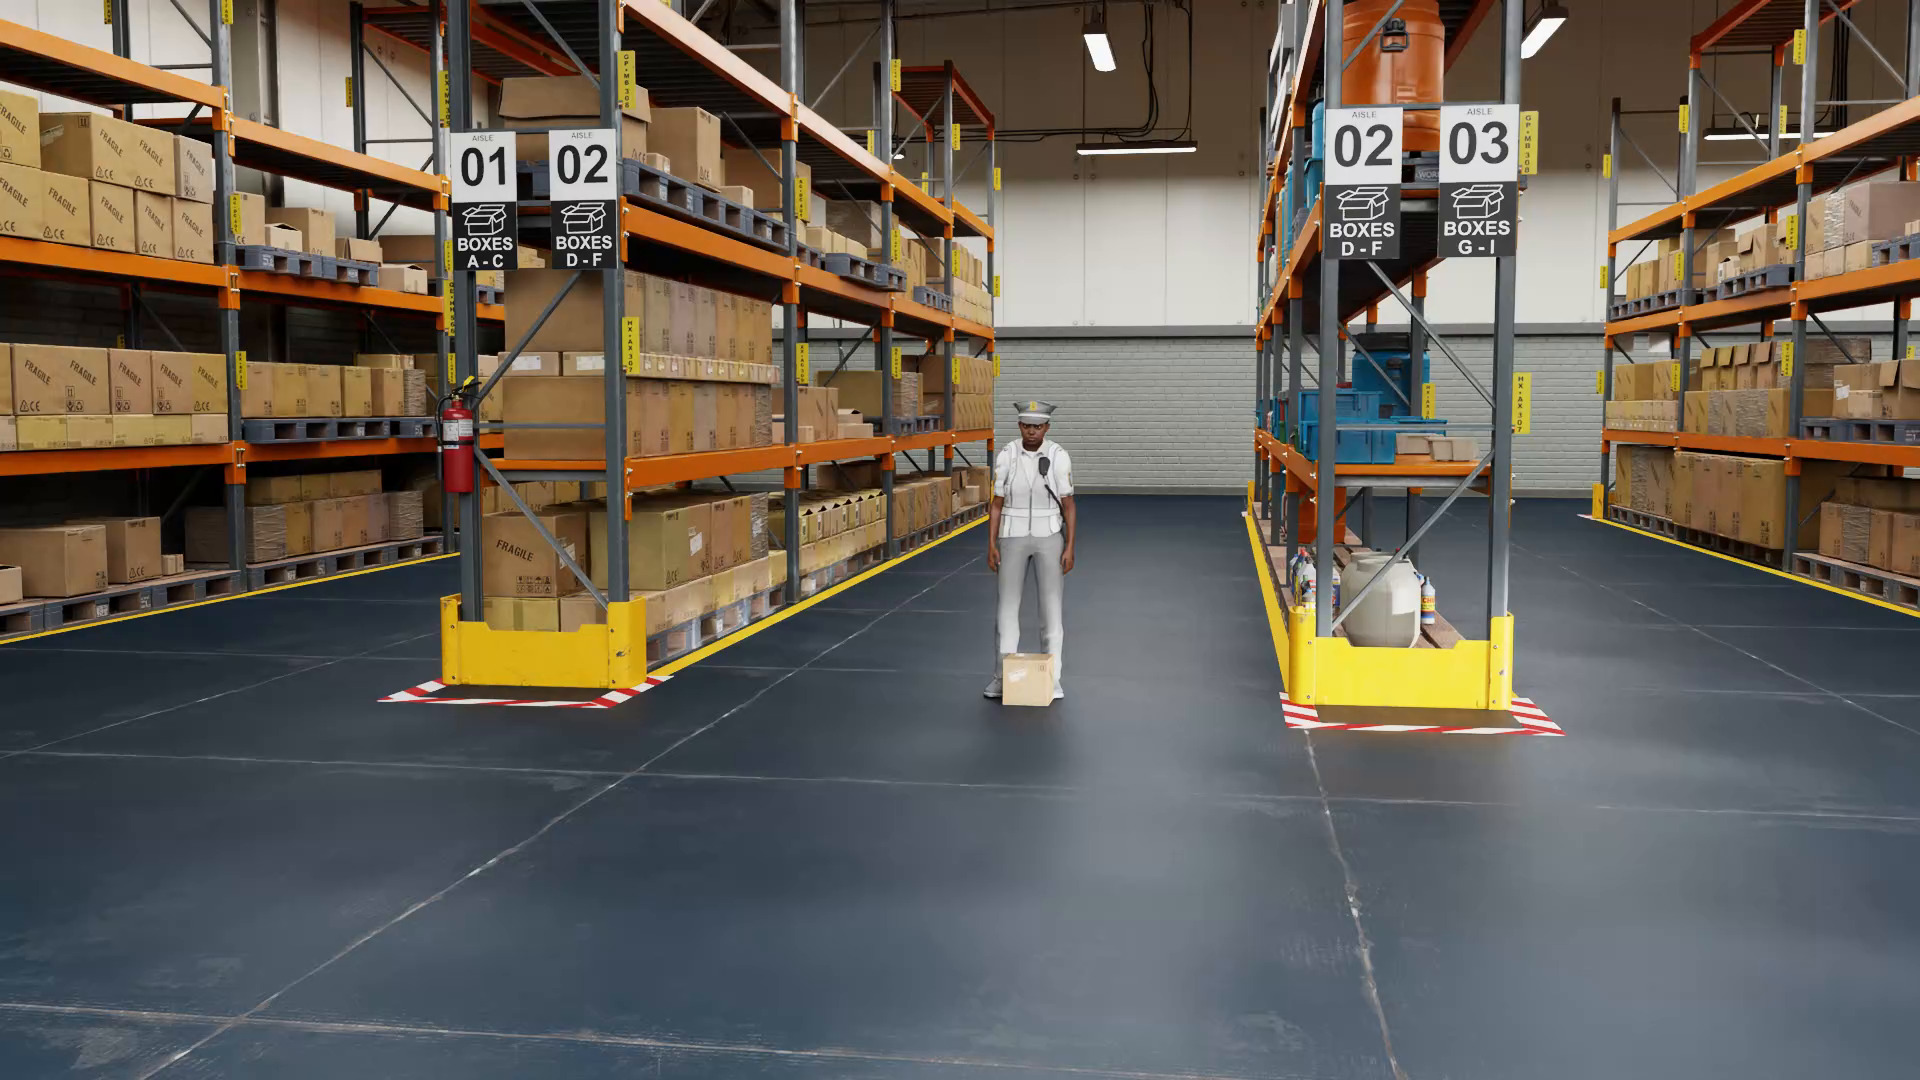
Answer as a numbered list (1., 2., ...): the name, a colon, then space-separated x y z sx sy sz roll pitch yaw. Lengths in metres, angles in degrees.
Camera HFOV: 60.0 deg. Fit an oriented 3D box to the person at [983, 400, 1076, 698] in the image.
1. person: 0.394 0.046 9.330 0.499 1.659 0.393 1 5 9
